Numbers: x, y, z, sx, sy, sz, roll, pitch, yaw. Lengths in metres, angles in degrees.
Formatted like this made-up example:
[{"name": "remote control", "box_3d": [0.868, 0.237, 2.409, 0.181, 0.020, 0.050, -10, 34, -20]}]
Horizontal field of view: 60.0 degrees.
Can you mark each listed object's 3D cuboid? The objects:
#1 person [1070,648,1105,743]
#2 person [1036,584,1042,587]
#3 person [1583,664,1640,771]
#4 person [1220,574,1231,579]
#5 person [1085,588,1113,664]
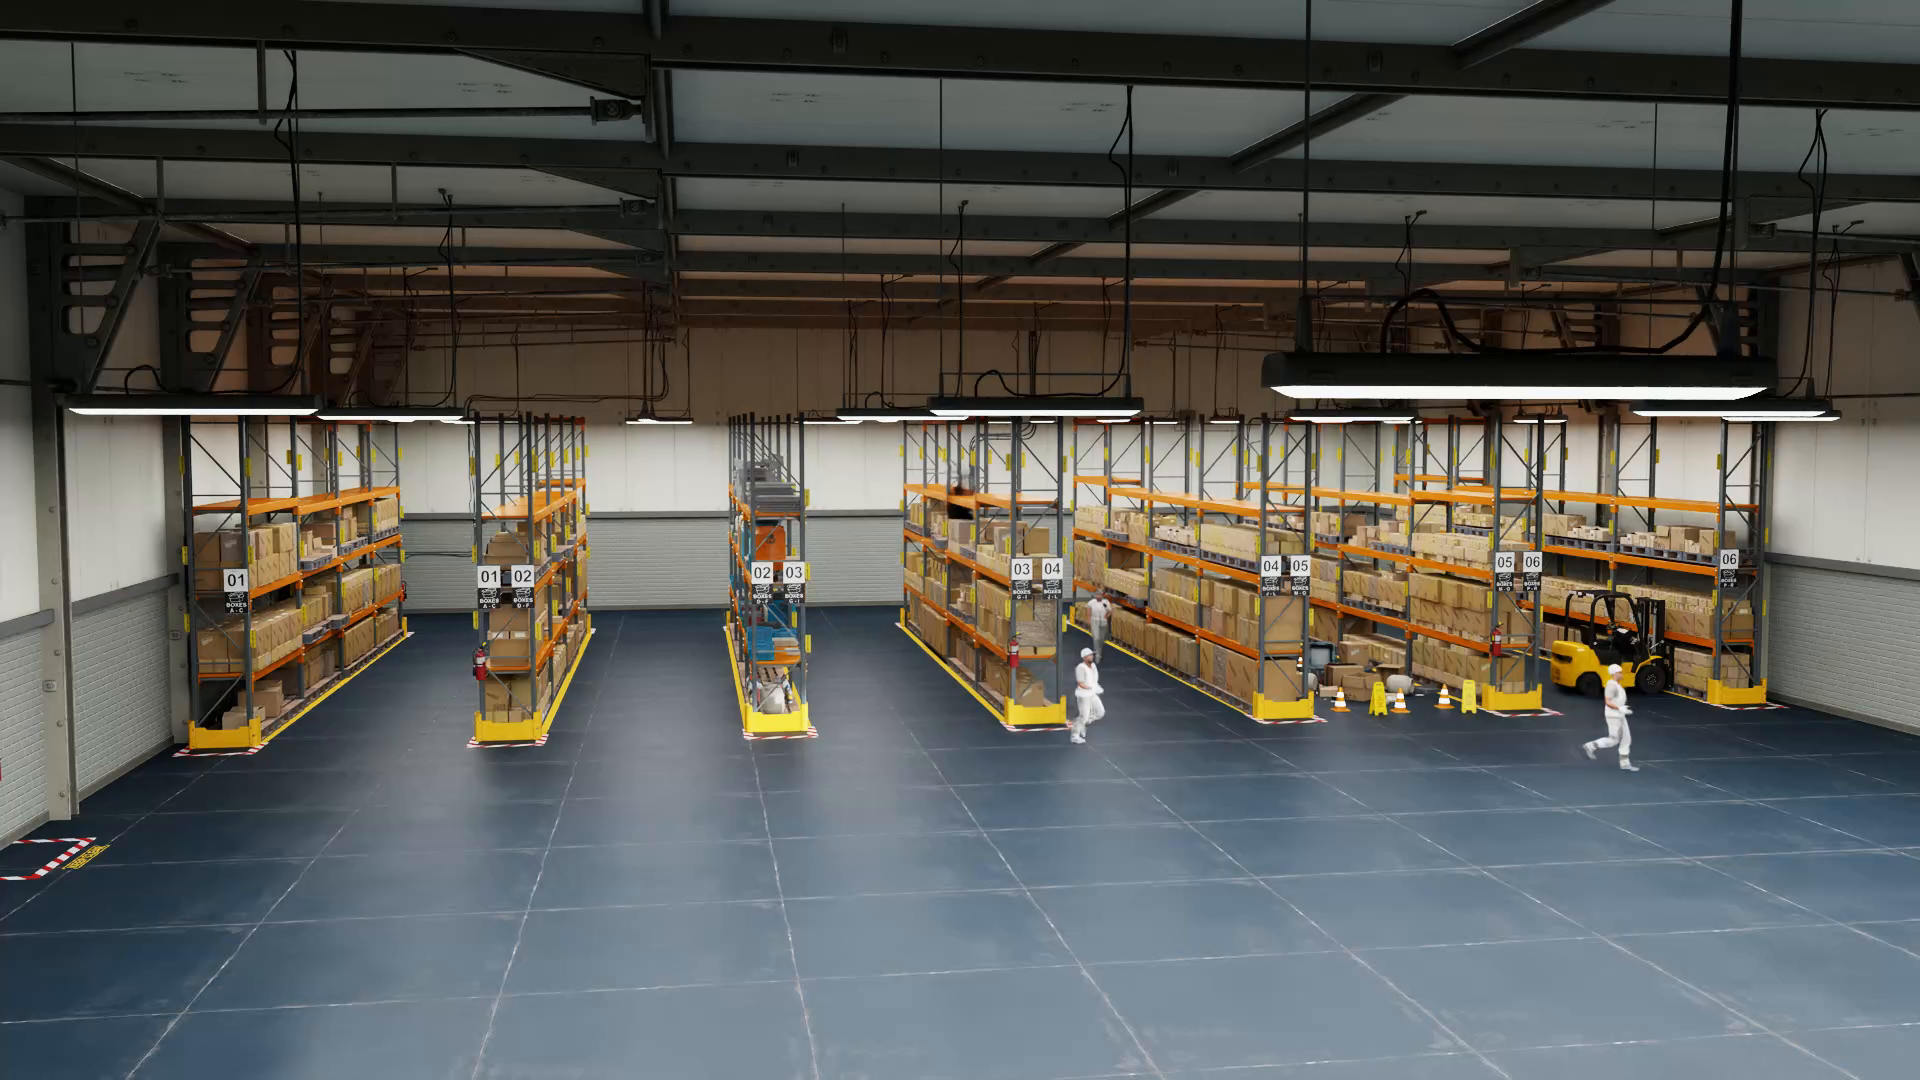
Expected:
[{"name": "person", "box_3d": [2.340, 2.805, 30.037, 0.701, 1.729, 0.708, 3, 5, 35]}, {"name": "person", "box_3d": [2.357, 1.709, 46.383, 0.691, 1.732, 0.672, 0, 4, -1]}, {"name": "person", "box_3d": [10.902, 2.956, 27.776, 0.898, 1.772, 0.655, 3, 5, 33]}, {"name": "person", "box_3d": [8.131, 1.437, 50.674, 0.604, 1.711, 0.760, 1, 4, 15]}, {"name": "person", "box_3d": [3.411, 2.076, 40.605, 0.655, 1.805, 0.876, -1, 4, -7]}]
